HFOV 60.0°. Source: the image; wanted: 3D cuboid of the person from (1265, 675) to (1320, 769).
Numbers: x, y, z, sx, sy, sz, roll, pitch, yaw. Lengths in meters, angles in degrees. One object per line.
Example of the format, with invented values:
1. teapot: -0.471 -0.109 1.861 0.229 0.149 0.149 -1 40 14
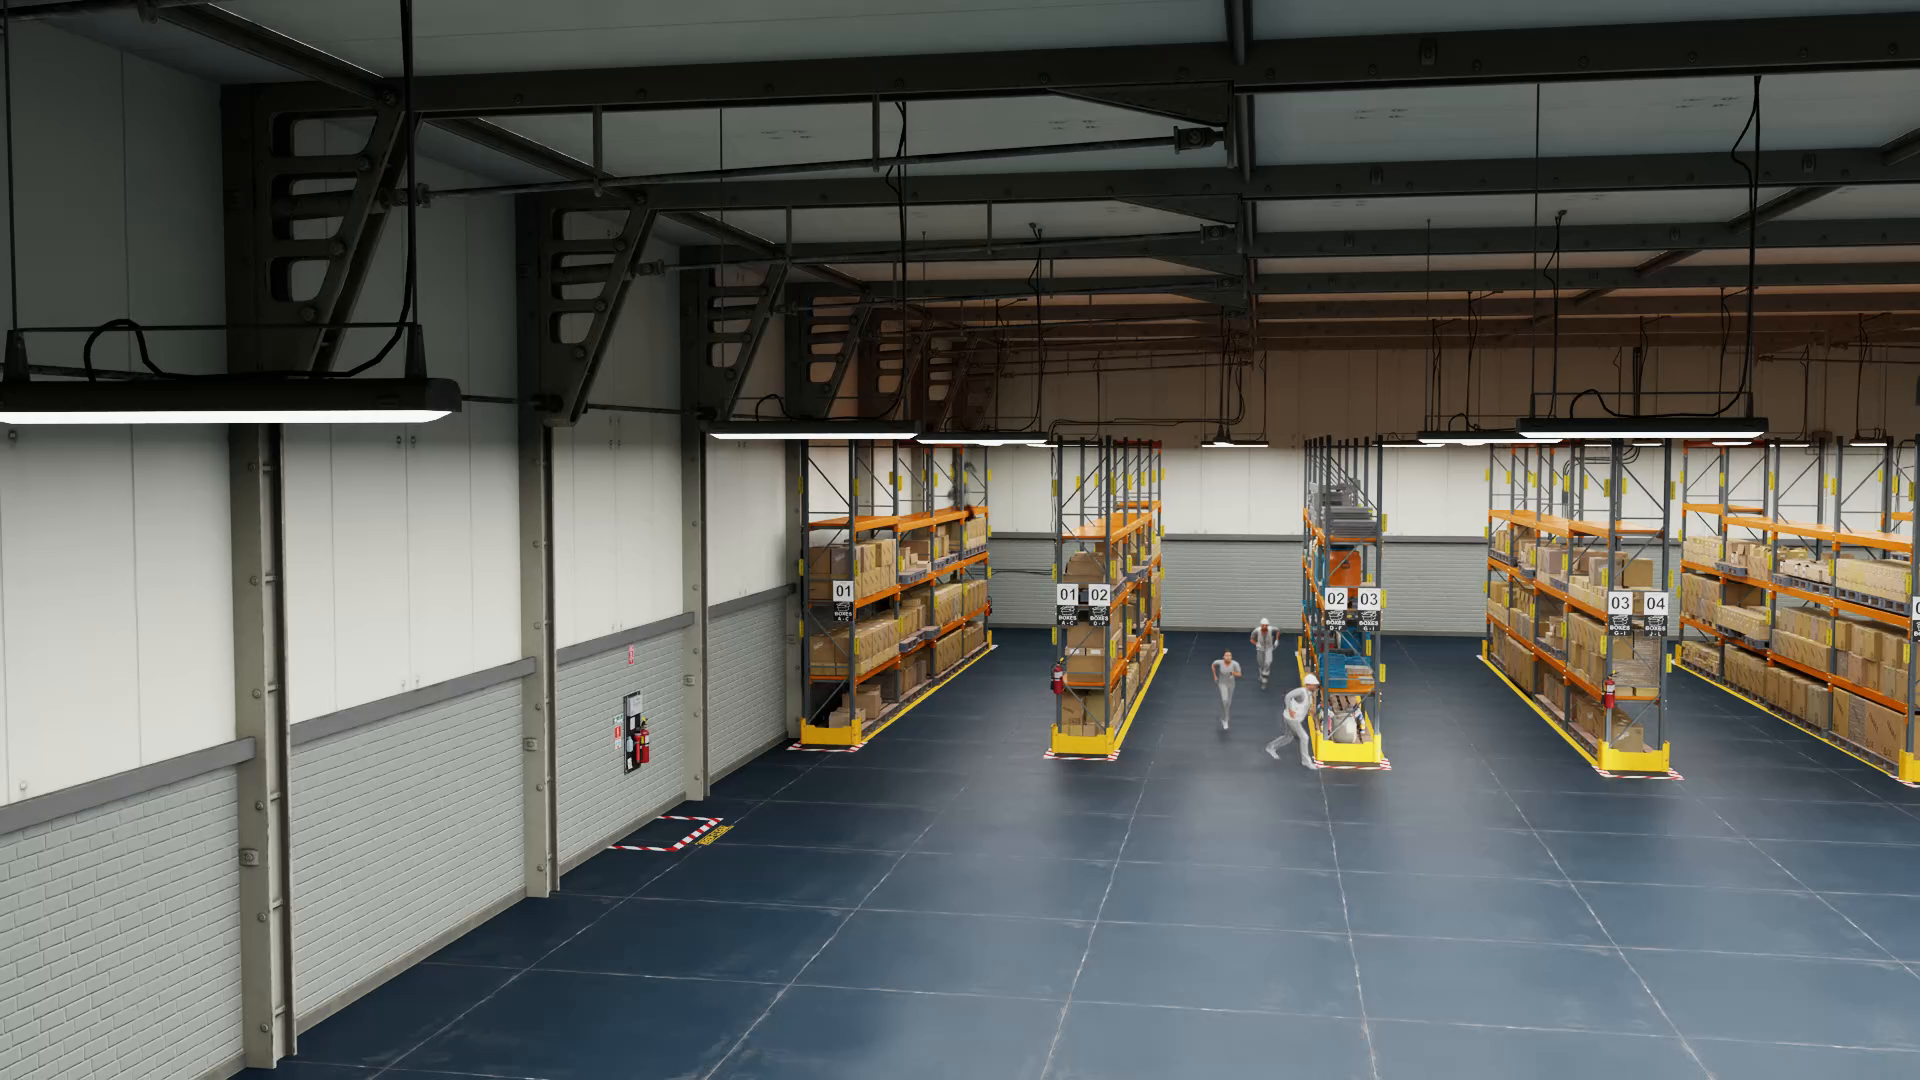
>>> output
1. person: 6.001 3.269 30.074 1.050 1.731 0.697 2 4 38

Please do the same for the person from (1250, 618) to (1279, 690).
1. person: 7.362 2.722 40.214 0.704 1.731 1.056 0 3 7

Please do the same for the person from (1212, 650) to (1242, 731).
1. person: 5.482 3.052 34.258 0.561 1.654 0.915 0 3 -2

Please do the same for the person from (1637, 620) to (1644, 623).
1. person: 17.511 2.554 43.180 0.660 1.725 0.941 1 3 13
